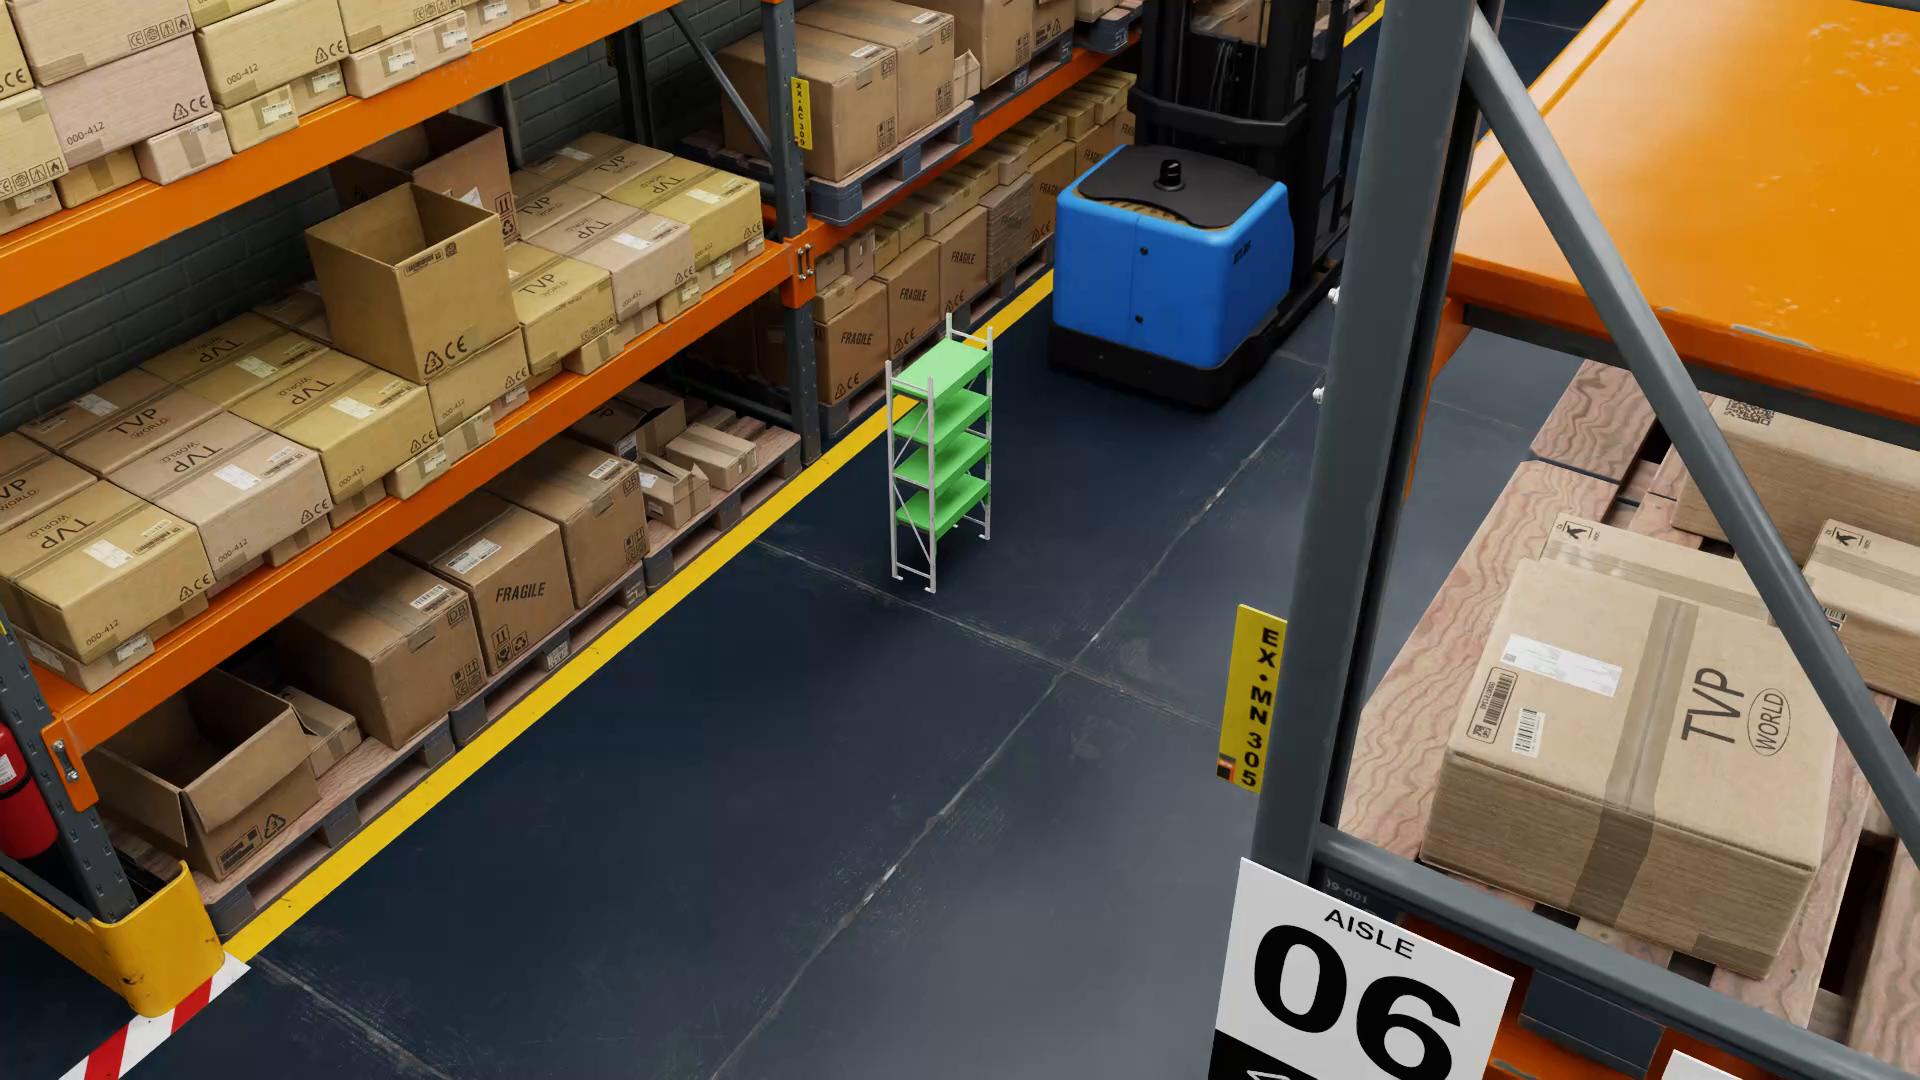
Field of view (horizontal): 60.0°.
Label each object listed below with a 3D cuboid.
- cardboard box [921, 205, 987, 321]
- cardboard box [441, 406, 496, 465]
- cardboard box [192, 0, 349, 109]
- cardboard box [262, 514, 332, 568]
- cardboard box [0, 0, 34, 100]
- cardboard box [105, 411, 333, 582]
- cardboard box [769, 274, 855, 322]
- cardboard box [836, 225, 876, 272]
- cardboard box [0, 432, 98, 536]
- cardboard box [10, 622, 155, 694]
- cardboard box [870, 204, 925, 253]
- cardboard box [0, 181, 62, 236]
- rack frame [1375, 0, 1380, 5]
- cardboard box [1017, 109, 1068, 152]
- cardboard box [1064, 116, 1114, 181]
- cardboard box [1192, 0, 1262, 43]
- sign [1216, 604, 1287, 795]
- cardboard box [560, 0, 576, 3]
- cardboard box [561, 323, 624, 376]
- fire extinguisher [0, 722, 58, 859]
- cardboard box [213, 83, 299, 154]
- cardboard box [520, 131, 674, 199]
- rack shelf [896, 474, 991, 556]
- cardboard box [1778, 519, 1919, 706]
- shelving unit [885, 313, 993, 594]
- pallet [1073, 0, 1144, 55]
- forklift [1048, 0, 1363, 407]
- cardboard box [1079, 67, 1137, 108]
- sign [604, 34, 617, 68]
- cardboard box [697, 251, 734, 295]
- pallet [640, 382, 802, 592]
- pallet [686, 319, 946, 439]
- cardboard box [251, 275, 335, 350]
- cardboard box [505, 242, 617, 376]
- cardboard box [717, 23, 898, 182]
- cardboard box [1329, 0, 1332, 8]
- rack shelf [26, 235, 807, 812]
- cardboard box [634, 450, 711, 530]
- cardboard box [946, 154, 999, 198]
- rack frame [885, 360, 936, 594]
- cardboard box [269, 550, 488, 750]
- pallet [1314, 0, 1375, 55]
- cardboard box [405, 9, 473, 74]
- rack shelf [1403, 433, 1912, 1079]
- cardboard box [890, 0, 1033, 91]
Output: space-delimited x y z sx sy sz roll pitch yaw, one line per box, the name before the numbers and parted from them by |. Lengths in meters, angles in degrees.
cardboard box | -0.185 -1.646 9.571 0.500 0.500 0.500 20 42 24
cardboard box | -2.061 -0.469 6.547 0.380 0.149 0.250 22 43 26
cardboard box | -2.317 -1.613 5.247 0.500 0.250 0.500 20 42 24
cardboard box | -2.521 -0.082 6.045 0.380 0.149 0.250 23 43 26
cardboard box | -2.875 -1.289 4.418 0.500 0.250 0.500 21 42 25
cardboard box | -2.585 -0.162 5.823 0.500 0.250 0.500 22 43 26
cardboard box | -0.765 -1.292 8.580 0.380 0.149 0.250 23 43 27
cardboard box | -0.666 -1.559 8.683 0.380 0.149 0.250 19 42 23
cardboard box | -3.303 -0.081 5.716 0.500 0.250 0.500 22 43 26
cardboard box | -2.917 0.321 5.521 0.380 0.149 0.250 21 42 25
cardboard box | -0.419 -1.741 9.164 0.380 0.149 0.250 20 42 24
cardboard box | -2.840 -1.019 4.803 0.380 0.149 0.250 22 43 26
rack frame | 3.104 -5.885 13.366 1.000 3.000 0.127 21 42 25
cardboard box | 0.432 -2.525 10.180 0.380 0.149 0.250 22 43 26
cardboard box | 0.639 -2.456 10.622 0.500 0.500 0.500 21 42 24
cardboard box | 1.650 -3.705 12.140 0.875 0.625 0.625 23 43 27
sign | 0.417 0.231 2.315 0.100 0.325 0.005 21 42 25
cardboard box | -1.546 -2.181 6.311 0.380 0.149 0.250 21 42 25
cardboard box | -1.656 -0.863 7.058 0.380 0.149 0.250 21 42 24
fire extinguisher | -3.014 0.707 5.184 0.296 0.674 0.183 21 42 25
cardboard box | -2.333 -1.378 5.269 0.380 0.149 0.250 21 42 25
cardboard box | -1.675 -1.652 7.755 0.500 0.250 0.500 21 42 25
rack shelf | -0.089 -0.149 7.898 0.258 0.148 0.480 21 42 25
cardboard box | 1.645 0.143 2.870 0.380 0.149 0.250 23 43 27
shelving unit | -0.089 -0.390 7.712 0.258 1.200 0.503 21 42 25
pallet | 0.657 -3.374 10.267 1.213 0.211 1.003 21 42 25
forklift | 1.691 -2.756 9.364 1.130 2.935 3.031 20 42 24
cardboard box | 0.910 -2.918 10.690 0.380 0.149 0.250 19 42 23
sign | -1.653 -2.399 7.896 0.100 0.325 0.005 21 42 25
cardboard box | -1.261 -1.273 7.589 0.380 0.149 0.250 22 43 26
pallet | -1.551 -0.302 8.409 1.003 0.211 1.213 21 42 25
pallet | -0.778 -1.088 9.428 1.003 0.211 1.213 21 42 25
cardboard box | -2.476 -0.869 6.740 0.500 0.250 0.500 21 42 25
cardboard box | -1.783 -0.961 6.858 0.500 0.250 0.500 21 42 25
cardboard box | -0.734 -2.143 8.086 0.700 0.500 0.500 22 43 26
cardboard box | 2.834 -4.838 13.609 0.875 0.625 0.625 23 43 27
rack shelf | -2.254 -0.444 6.898 1.077 0.370 4.000 21 42 25
cardboard box | -1.424 -0.277 7.987 0.396 0.266 0.258 23 43 27
cardboard box | 0.002 -2.134 9.673 0.380 0.149 0.250 21 42 25
rack frame | -0.219 -0.264 7.549 0.240 1.200 0.015 21 42 25
cardboard box | -2.427 0.413 6.900 0.700 0.500 0.500 23 43 27
pallet | 2.742 -4.388 13.708 1.003 0.211 1.213 21 42 25
cardboard box | -1.925 -1.764 5.769 0.380 0.149 0.250 22 43 26
rack shelf | 1.940 -0.011 3.879 1.077 0.370 4.000 21 42 25
cardboard box | -0.036 -2.814 8.957 0.700 0.500 0.500 21 42 25
